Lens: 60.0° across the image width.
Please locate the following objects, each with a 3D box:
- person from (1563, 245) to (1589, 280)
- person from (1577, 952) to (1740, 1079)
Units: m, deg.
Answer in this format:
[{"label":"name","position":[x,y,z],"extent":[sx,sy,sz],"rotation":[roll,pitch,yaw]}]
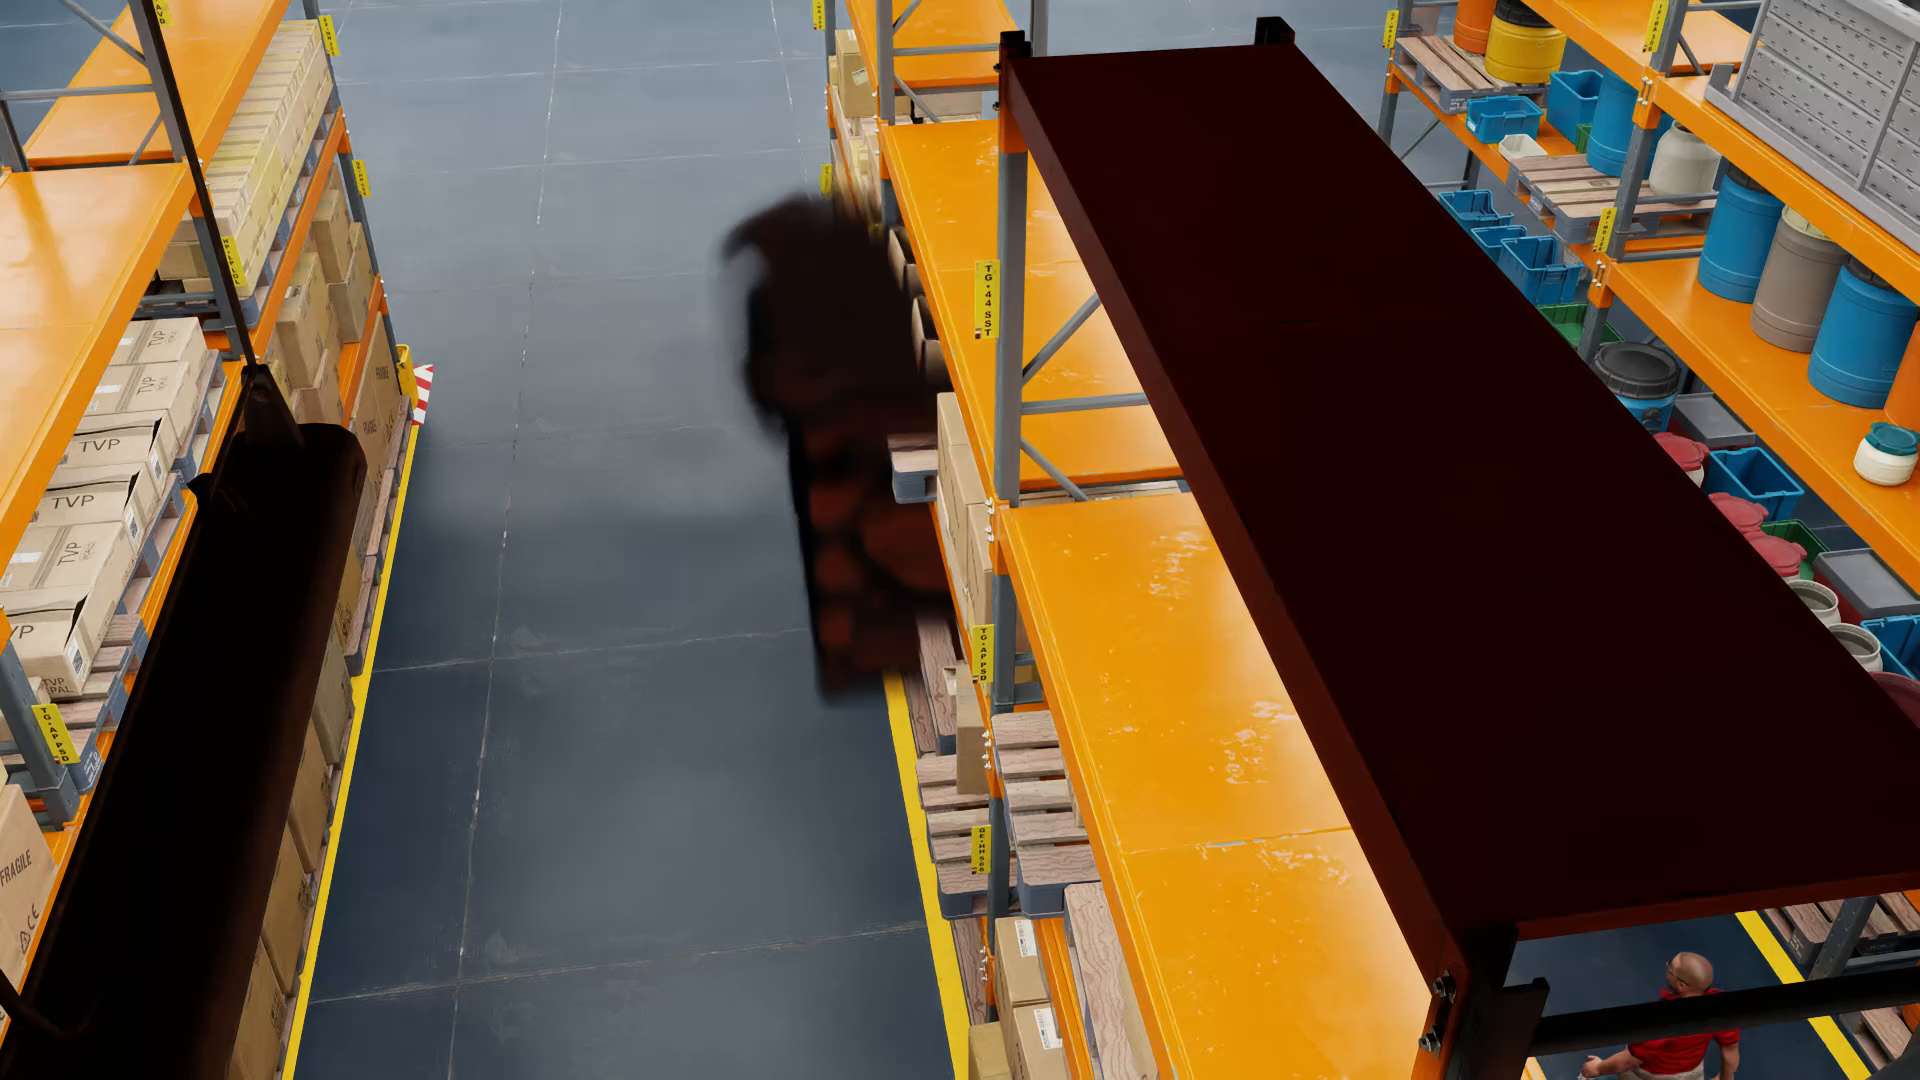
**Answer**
[{"label":"person","position":[6.191,-3.360,16.541],"extent":[0.463,1.781,0.584],"rotation":[9,37,13]},{"label":"person","position":[3.534,2.685,8.385],"extent":[0.674,1.678,1.086],"rotation":[-8,37,-11]}]
